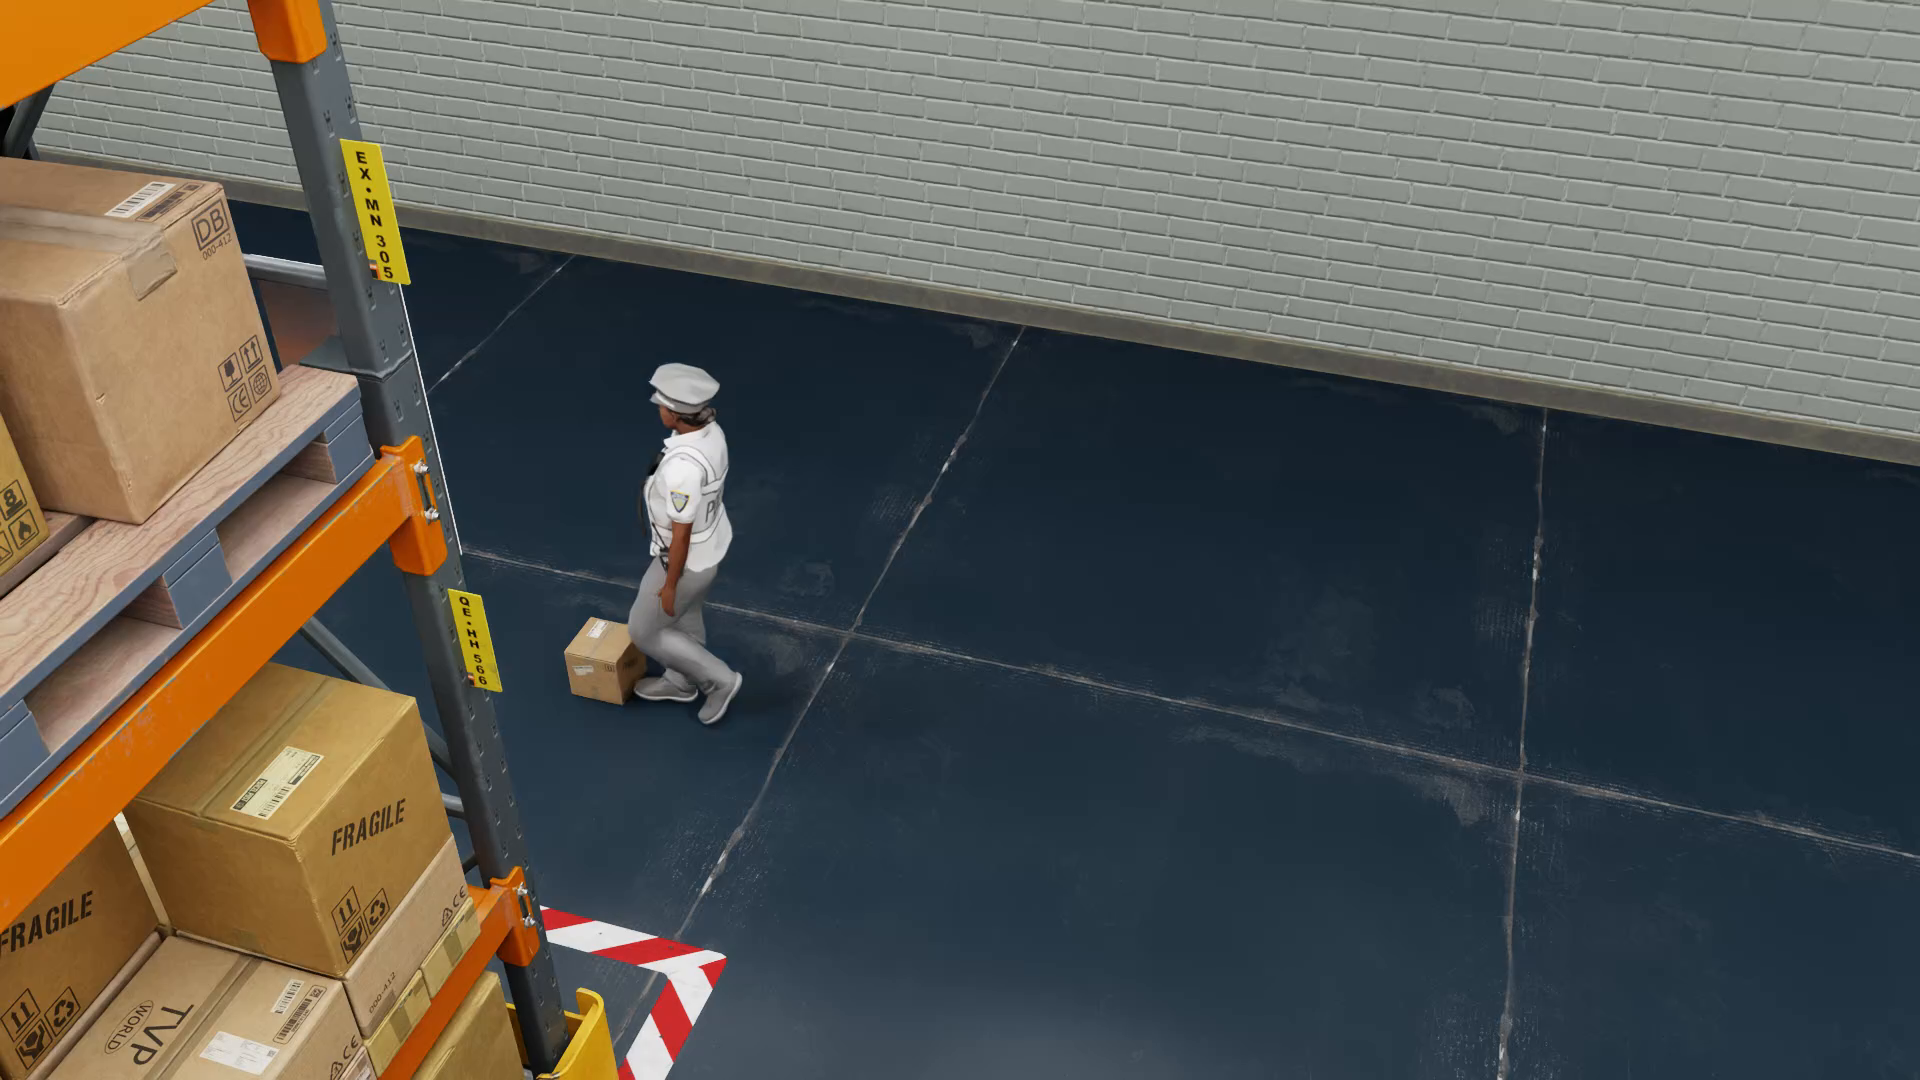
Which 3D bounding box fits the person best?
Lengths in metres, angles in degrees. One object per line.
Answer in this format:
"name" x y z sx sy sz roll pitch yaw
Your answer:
"person" -1.186 0.048 6.805 0.526 1.669 0.516 6 38 7
